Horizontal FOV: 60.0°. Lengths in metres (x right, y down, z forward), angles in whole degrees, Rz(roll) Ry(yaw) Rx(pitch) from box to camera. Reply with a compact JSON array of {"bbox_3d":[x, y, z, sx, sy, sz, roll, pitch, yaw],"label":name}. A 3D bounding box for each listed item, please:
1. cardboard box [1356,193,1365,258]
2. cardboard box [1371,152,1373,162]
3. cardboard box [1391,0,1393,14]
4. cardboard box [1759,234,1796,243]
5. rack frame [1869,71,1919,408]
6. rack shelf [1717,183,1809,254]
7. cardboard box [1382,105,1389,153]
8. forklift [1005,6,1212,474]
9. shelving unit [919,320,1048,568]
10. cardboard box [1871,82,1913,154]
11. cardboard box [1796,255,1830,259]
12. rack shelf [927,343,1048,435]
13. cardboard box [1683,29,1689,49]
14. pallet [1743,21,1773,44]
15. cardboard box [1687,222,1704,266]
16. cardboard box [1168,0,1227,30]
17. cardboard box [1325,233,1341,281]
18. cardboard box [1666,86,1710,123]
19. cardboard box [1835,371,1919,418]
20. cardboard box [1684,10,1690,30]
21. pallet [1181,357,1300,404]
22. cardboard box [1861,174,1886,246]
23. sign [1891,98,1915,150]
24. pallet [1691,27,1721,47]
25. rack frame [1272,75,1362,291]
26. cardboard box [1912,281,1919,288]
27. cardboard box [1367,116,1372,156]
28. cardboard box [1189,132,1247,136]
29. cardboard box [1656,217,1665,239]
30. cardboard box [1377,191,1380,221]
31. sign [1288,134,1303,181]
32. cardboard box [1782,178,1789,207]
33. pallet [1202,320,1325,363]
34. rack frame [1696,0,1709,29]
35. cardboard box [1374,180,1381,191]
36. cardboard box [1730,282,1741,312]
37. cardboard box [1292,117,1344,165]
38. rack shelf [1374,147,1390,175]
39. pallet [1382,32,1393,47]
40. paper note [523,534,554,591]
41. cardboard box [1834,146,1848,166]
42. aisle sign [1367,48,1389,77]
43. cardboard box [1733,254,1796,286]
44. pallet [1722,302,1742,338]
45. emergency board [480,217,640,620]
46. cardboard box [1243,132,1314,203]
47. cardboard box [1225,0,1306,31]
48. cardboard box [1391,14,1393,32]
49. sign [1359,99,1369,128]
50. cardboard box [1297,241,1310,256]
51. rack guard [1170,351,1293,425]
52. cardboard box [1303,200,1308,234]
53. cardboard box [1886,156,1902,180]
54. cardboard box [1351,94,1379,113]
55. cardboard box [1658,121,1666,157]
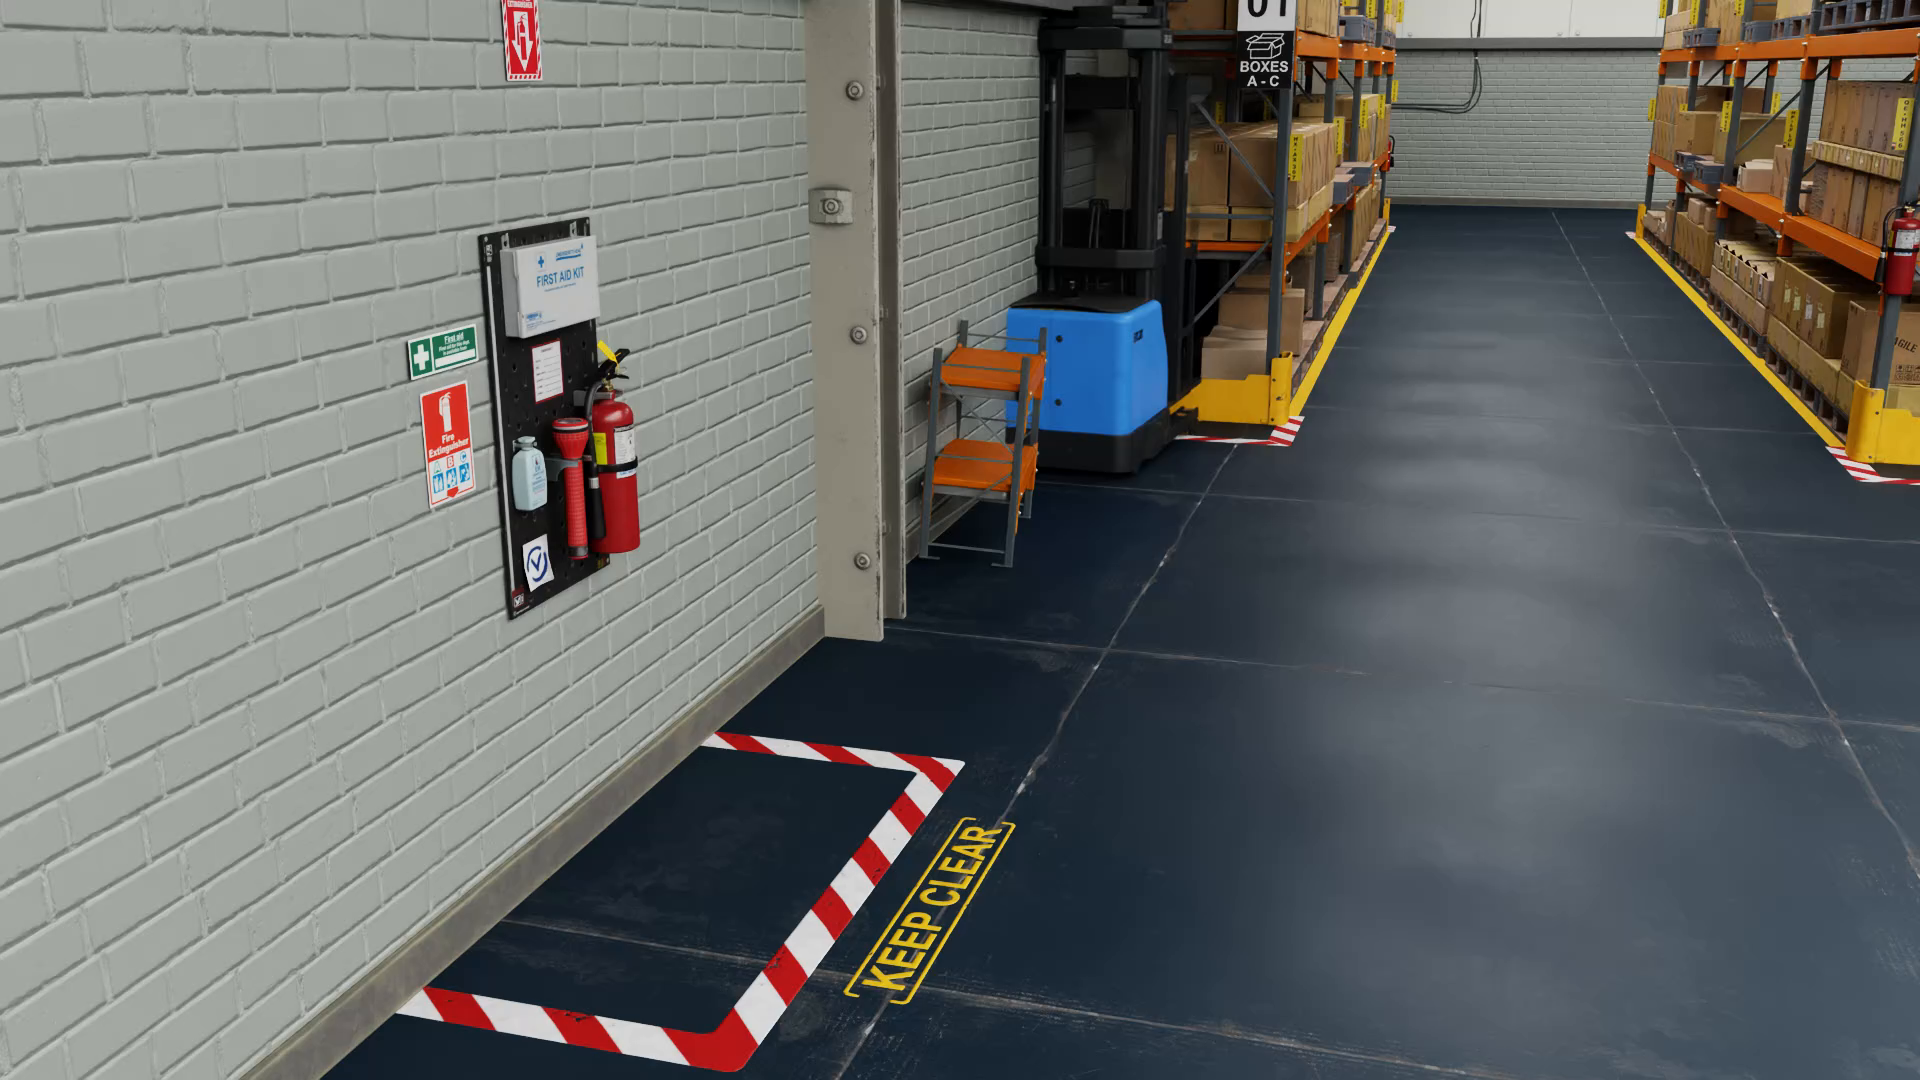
[{"bbox_3d":[4.737,-4.029,21.208,0.750,0.750,0.750,5,16,16],"label":"cardboard box"},{"bbox_3d":[5.410,-5.208,22.616,0.380,0.149,0.250,5,17,17],"label":"cardboard box"},{"bbox_3d":[6.031,-7.908,24.165,0.500,0.500,0.500,5,17,16],"label":"cardboard box"},{"bbox_3d":[9.301,-3.174,18.796,0.500,0.500,0.500,5,17,18],"label":"cardboard box"},{"bbox_3d":[6.624,-1.975,10.794,1.000,3.000,0.127,5,16,16],"label":"rack frame"},{"bbox_3d":[8.329,-3.198,16.426,1.077,0.370,4.000,5,16,16],"label":"rack shelf"},{"bbox_3d":[6.089,-6.363,25.715,0.980,0.700,0.700,4,16,15],"label":"cardboard box"},{"bbox_3d":[1.105,-2.195,11.698,1.130,2.935,3.031,6,17,20],"label":"forklift"},{"bbox_3d":[0.140,-0.558,9.170,0.538,1.125,1.048,6,16,6],"label":"shelving unit"},{"bbox_3d":[7.071,-3.052,12.031,0.700,0.500,0.500,5,16,16],"label":"cardboard box"},{"bbox_3d":[8.553,-2.661,16.456,0.500,0.311,0.500,5,17,17],"label":"cardboard box"},{"bbox_3d":[0.163,-0.838,9.088,0.538,0.278,1.000,6,16,6],"label":"rack shelf"},{"bbox_3d":[10.070,-6.763,22.453,0.500,0.250,0.500,5,16,16],"label":"cardboard box"},{"bbox_3d":[8.791,-5.235,17.139,1.213,0.211,1.003,5,17,18],"label":"pallet"},{"bbox_3d":[9.229,-3.613,20.344,0.500,0.500,0.500,4,16,14],"label":"cardboard box"},{"bbox_3d":[1.750,-3.987,12.173,0.500,0.500,0.500,6,17,20],"label":"cardboard box"},{"bbox_3d":[3.993,-3.267,19.126,0.700,0.500,0.500,5,17,17],"label":"cardboard box"},{"bbox_3d":[10.361,-6.193,23.651,0.500,0.500,0.500,4,16,15],"label":"cardboard box"},{"bbox_3d":[6.493,-1.017,11.687,0.500,0.250,0.500,5,16,16],"label":"cardboard box"},{"bbox_3d":[10.058,-7.004,22.388,0.500,0.250,0.500,5,16,16],"label":"cardboard box"},{"bbox_3d":[2.160,-1.246,13.335,1.003,0.211,1.213,5,16,16],"label":"pallet"},{"bbox_3d":[7.060,-2.411,12.149,0.700,0.500,0.500,5,17,16],"label":"cardboard box"},{"bbox_3d":[6.108,-2.691,10.765,0.100,0.325,0.005,5,16,16],"label":"sign"},{"bbox_3d":[9.490,-6.030,19.939,1.213,0.211,1.003,5,16,16],"label":"pallet"},{"bbox_3d":[4.147,-4.451,19.524,1.000,3.000,0.127,5,16,16],"label":"rack frame"},{"bbox_3d":[7.419,-1.730,12.826,0.500,0.500,0.500,5,16,16],"label":"cardboard box"},{"bbox_3d":[4.971,-5.162,21.265,0.500,0.500,0.500,5,17,17],"label":"cardboard box"},{"bbox_3d":[1.956,-2.927,13.015,0.500,0.500,0.500,5,17,17],"label":"cardboard box"},{"bbox_3d":[10.138,-4.399,23.464,0.500,0.311,0.500,5,16,16],"label":"cardboard box"},{"bbox_3d":[6.318,-5.352,26.514,0.700,0.500,0.500,5,16,16],"label":"cardboard box"},{"bbox_3d":[2.394,-2.732,11.878,0.100,0.325,0.005,5,16,16],"label":"sign"},{"bbox_3d":[7.835,-3.201,15.363,0.396,0.266,0.258,4,16,15],"label":"cardboard box"},{"bbox_3d":[2.854,-1.884,15.586,1.003,0.211,1.213,5,16,16],"label":"pallet"},{"bbox_3d":[10.034,-8.000,21.044,1.000,3.000,0.127,5,16,16],"label":"rack frame"},{"bbox_3d":[6.384,-5.550,26.021,0.380,0.149,0.250,5,17,17],"label":"cardboard box"},{"bbox_3d":[8.037,-2.430,16.670,0.500,0.250,0.500,5,17,17],"label":"cardboard box"},{"bbox_3d":[3.890,-4.438,18.491,0.700,0.500,0.500,3,16,11],"label":"cardboard box"},{"bbox_3d":[5.852,-5.674,25.156,1.077,0.370,4.000,5,16,16],"label":"rack shelf"},{"bbox_3d":[5.875,-7.429,24.689,1.003,0.211,1.213,5,16,16],"label":"pallet"},{"bbox_3d":[-1.317,0.070,5.199,0.016,0.148,0.142,5,16,16],"label":"paper note"},{"bbox_3d":[7.210,-3.059,13.244,0.380,0.149,0.250,4,16,14],"label":"cardboard box"},{"bbox_3d":[6.729,-7.790,26.532,0.394,0.787,0.004,5,16,16],"label":"aisle sign"},{"bbox_3d":[8.033,-2.696,16.580,0.500,0.311,0.500,4,16,15],"label":"cardboard box"},{"bbox_3d":[8.278,-2.196,16.683,1.003,0.211,1.213,5,16,16],"label":"pallet"},{"bbox_3d":[-1.201,-0.395,5.223,0.194,1.169,0.643,5,16,16],"label":"emergency board"},{"bbox_3d":[2.448,-2.886,12.871,0.500,0.500,0.500,5,16,16],"label":"cardboard box"},{"bbox_3d":[2.209,-3.927,11.959,0.500,0.500,0.500,5,17,17],"label":"cardboard box"},{"bbox_3d":[6.177,-7.680,24.733,0.500,0.250,0.500,4,16,14],"label":"cardboard box"},{"bbox_3d":[4.670,-4.930,19.237,0.100,0.325,0.005,5,16,16],"label":"sign"},{"bbox_3d":[3.326,-3.083,17.103,0.500,0.250,0.500,4,16,15],"label":"cardboard box"},{"bbox_3d":[1.895,-1.175,12.556,1.175,0.500,0.348,5,16,16],"label":"rack guard"},{"bbox_3d":[2.451,-2.535,13.009,0.500,0.250,0.500,4,16,14],"label":"cardboard box"},{"bbox_3d":[6.696,-2.585,11.574,0.380,0.149,0.250,4,16,15],"label":"cardboard box"},{"bbox_3d":[5.396,-5.917,22.553,0.500,0.250,0.500,5,17,17],"label":"cardboard box"},{"bbox_3d":[10.505,-5.846,24.262,0.500,0.500,0.500,5,16,16],"label":"cardboard box"}]
